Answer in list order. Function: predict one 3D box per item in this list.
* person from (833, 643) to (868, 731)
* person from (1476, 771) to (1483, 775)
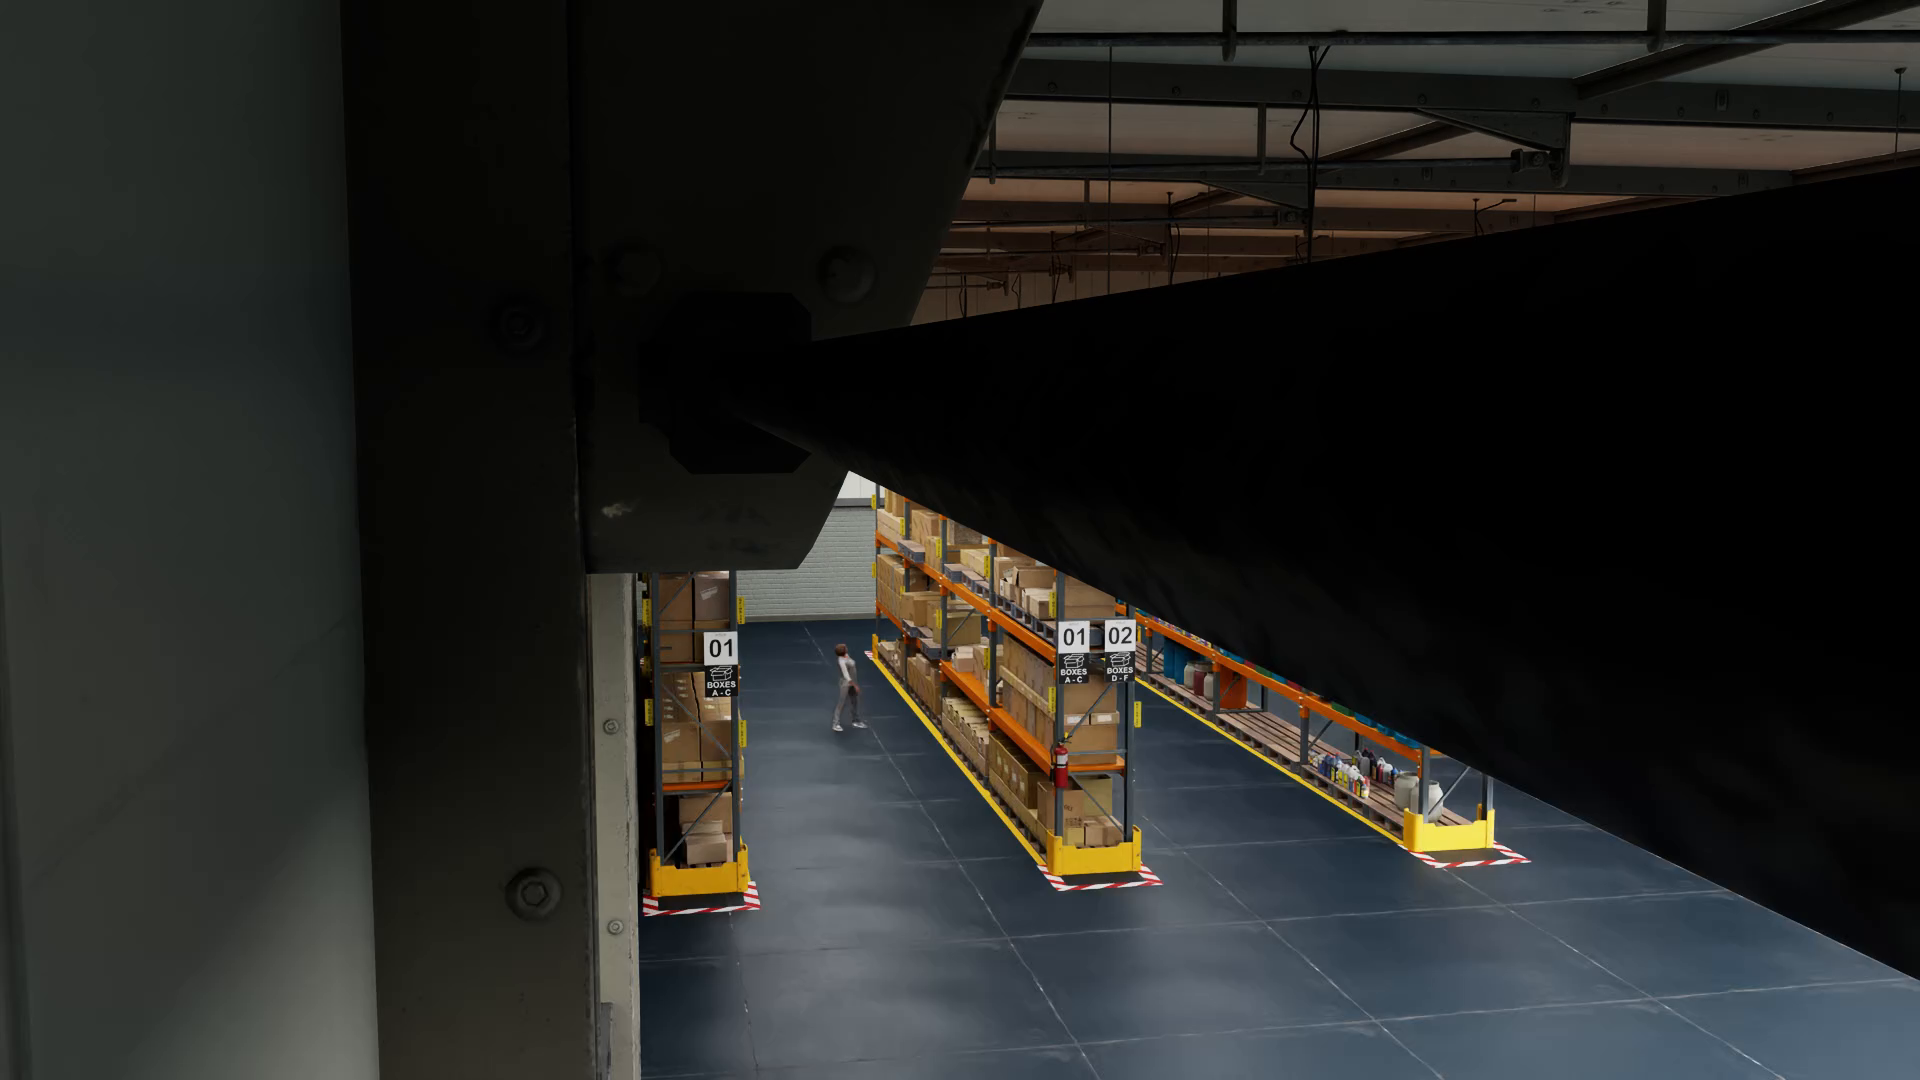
[{"bbox_3d":[-1.936,2.580,29.232,0.565,1.566,0.580,2,6,18],"label":"person"},{"bbox_3d":[8.300,2.842,25.914,0.393,1.724,0.617,-3,7,-28],"label":"person"}]
